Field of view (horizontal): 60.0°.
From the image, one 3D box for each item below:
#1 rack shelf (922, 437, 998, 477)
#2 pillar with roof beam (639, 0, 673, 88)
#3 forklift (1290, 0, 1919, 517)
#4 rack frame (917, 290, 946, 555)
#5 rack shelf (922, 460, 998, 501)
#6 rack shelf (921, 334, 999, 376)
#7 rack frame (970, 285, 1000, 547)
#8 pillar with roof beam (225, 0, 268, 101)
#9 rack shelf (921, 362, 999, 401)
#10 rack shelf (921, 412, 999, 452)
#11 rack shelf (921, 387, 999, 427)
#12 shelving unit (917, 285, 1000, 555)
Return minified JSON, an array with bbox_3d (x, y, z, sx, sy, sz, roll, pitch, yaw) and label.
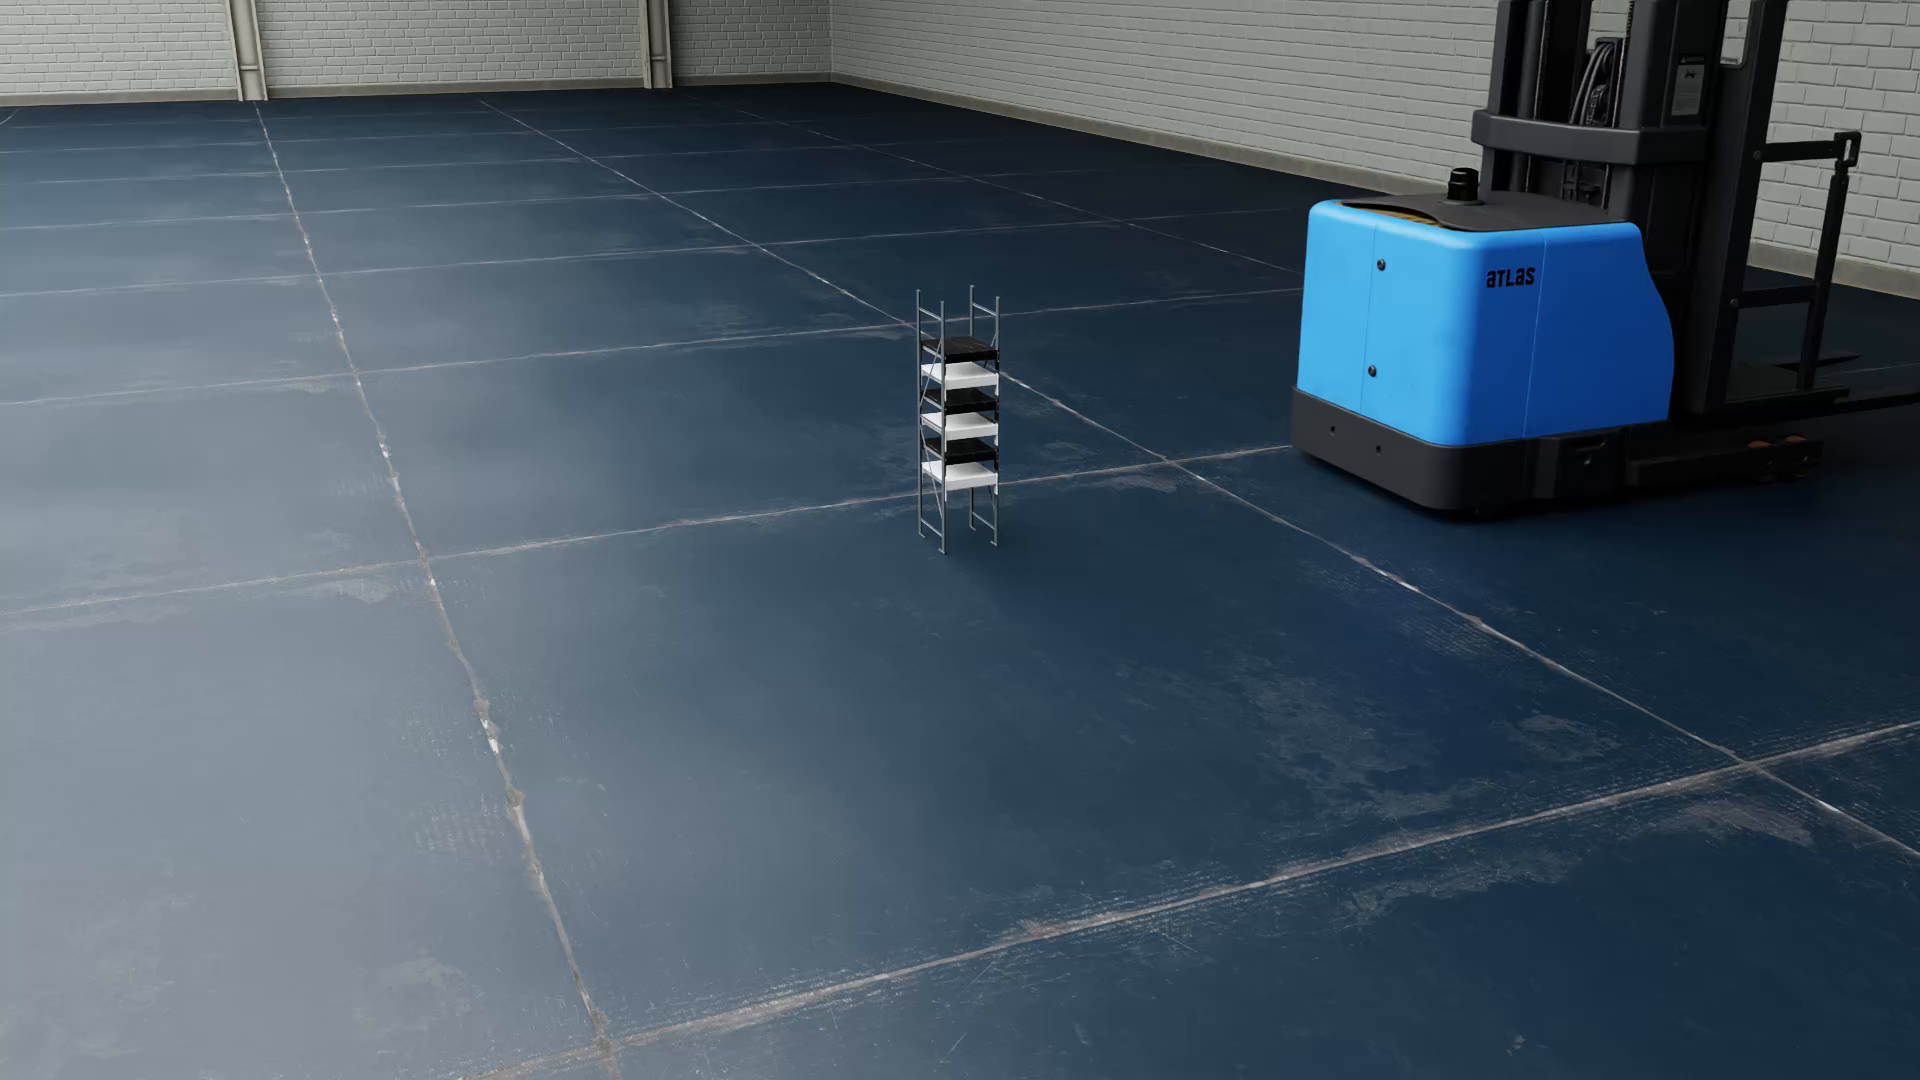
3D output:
[{"bbox_3d":[-0.007,-0.307,5.911,0.200,0.077,0.258,-8,21,-22],"label":"rack shelf"},{"bbox_3d":[-3.109,-10.155,21.313,0.400,9.000,9.100,-8,21,-22],"label":"pillar with roof beam"},{"bbox_3d":[2.946,-1.766,6.624,3.031,2.935,1.130,-8,21,-21],"label":"forklift"},{"bbox_3d":[-0.101,-0.410,5.832,0.006,0.900,0.240,-8,21,-22],"label":"rack frame"},{"bbox_3d":[-0.007,-0.222,5.940,0.200,0.077,0.258,-8,21,-22],"label":"rack shelf"},{"bbox_3d":[-0.007,-0.647,5.791,0.200,0.077,0.258,-8,21,-22],"label":"rack shelf"},{"bbox_3d":[0.086,-0.437,5.908,0.006,0.900,0.240,-8,21,-22],"label":"rack frame"},{"bbox_3d":[-8.619,-9.365,19.071,0.400,9.000,9.100,-8,21,-22],"label":"pillar with roof beam"},{"bbox_3d":[-0.007,-0.562,5.821,0.200,0.077,0.258,-8,21,-22],"label":"rack shelf"},{"bbox_3d":[-0.007,-0.392,5.881,0.200,0.077,0.258,-8,21,-22],"label":"rack shelf"},{"bbox_3d":[-0.007,-0.477,5.851,0.200,0.077,0.258,-8,21,-22],"label":"rack shelf"},{"bbox_3d":[-0.007,-0.423,5.870,0.210,0.900,0.258,-8,21,-22],"label":"shelving unit"}]
